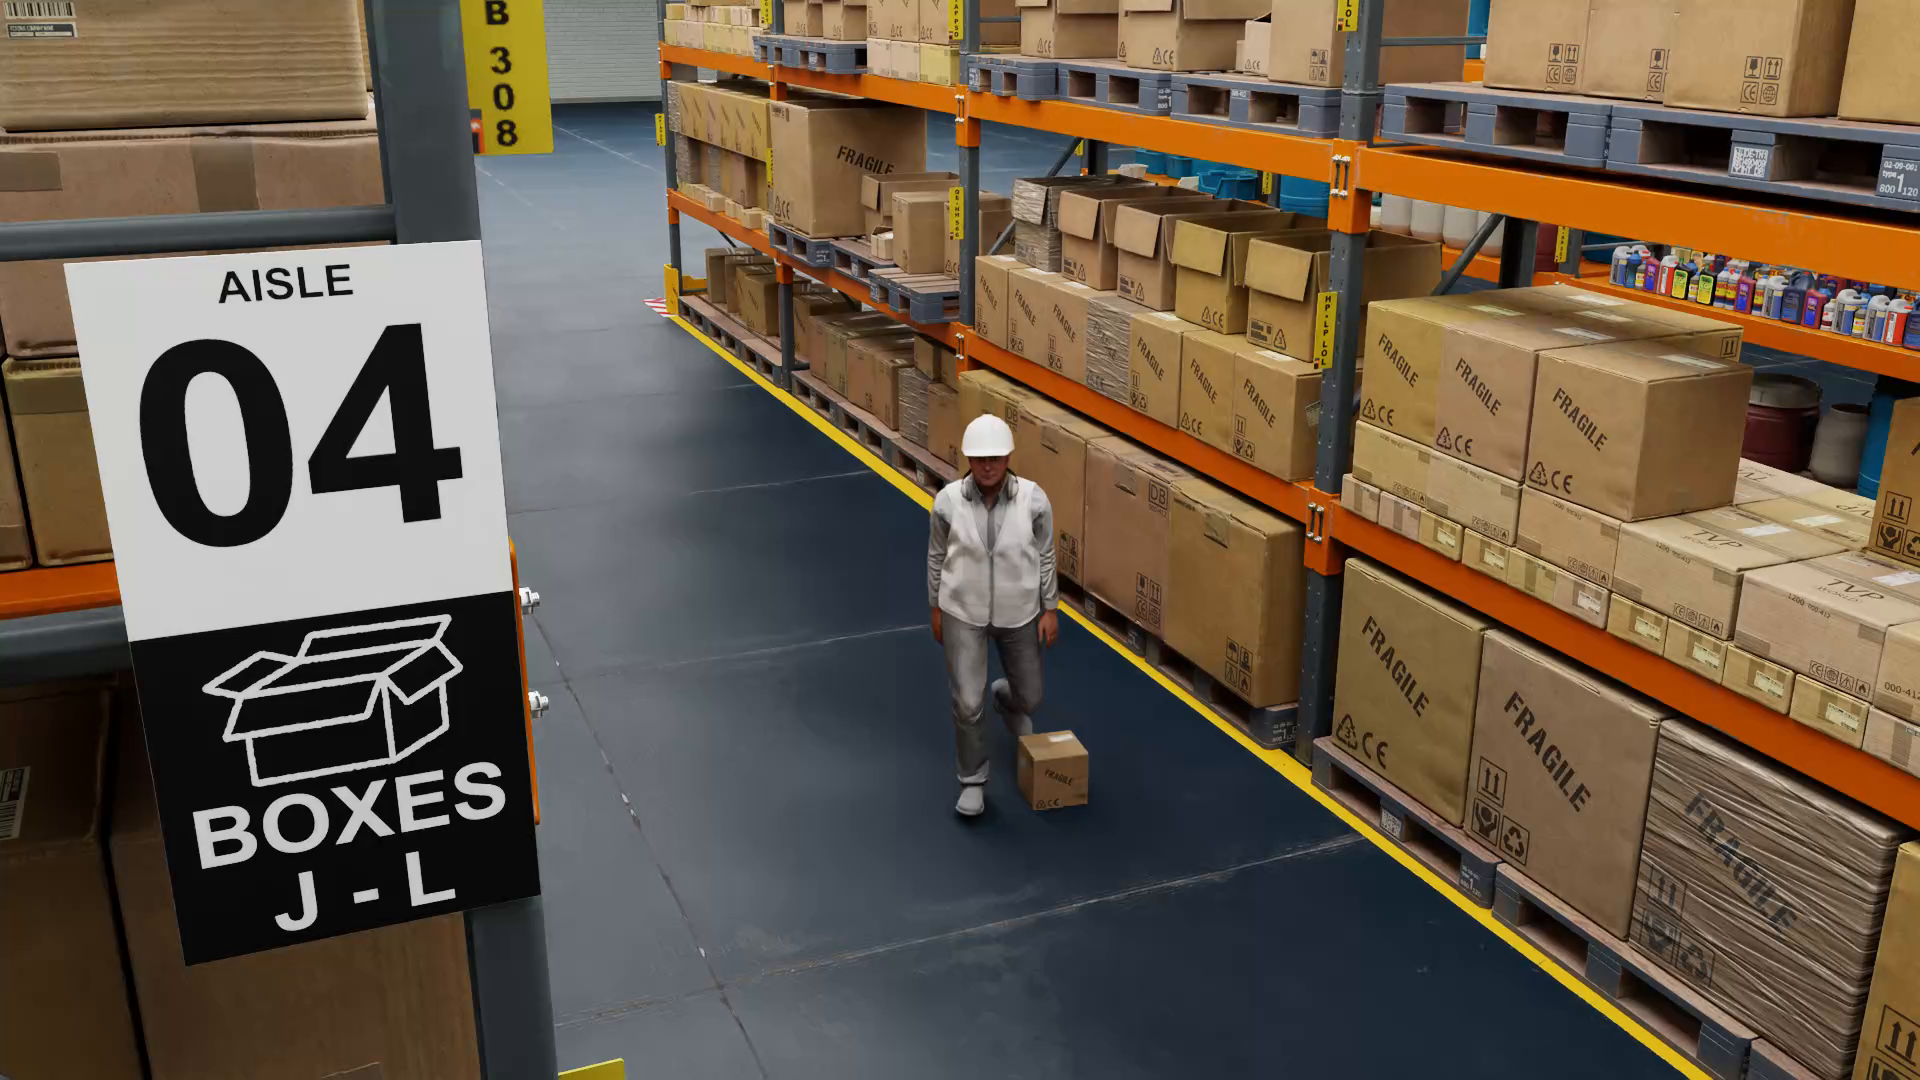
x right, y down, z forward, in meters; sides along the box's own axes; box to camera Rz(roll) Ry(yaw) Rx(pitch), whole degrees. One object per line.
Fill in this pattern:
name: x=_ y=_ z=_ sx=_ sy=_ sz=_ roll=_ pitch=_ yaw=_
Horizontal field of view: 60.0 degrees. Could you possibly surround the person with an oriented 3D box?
person: x=0.141 y=0.263 z=7.231 sx=0.570 sy=1.738 sz=0.799 roll=-1 pitch=19 yaw=-2
